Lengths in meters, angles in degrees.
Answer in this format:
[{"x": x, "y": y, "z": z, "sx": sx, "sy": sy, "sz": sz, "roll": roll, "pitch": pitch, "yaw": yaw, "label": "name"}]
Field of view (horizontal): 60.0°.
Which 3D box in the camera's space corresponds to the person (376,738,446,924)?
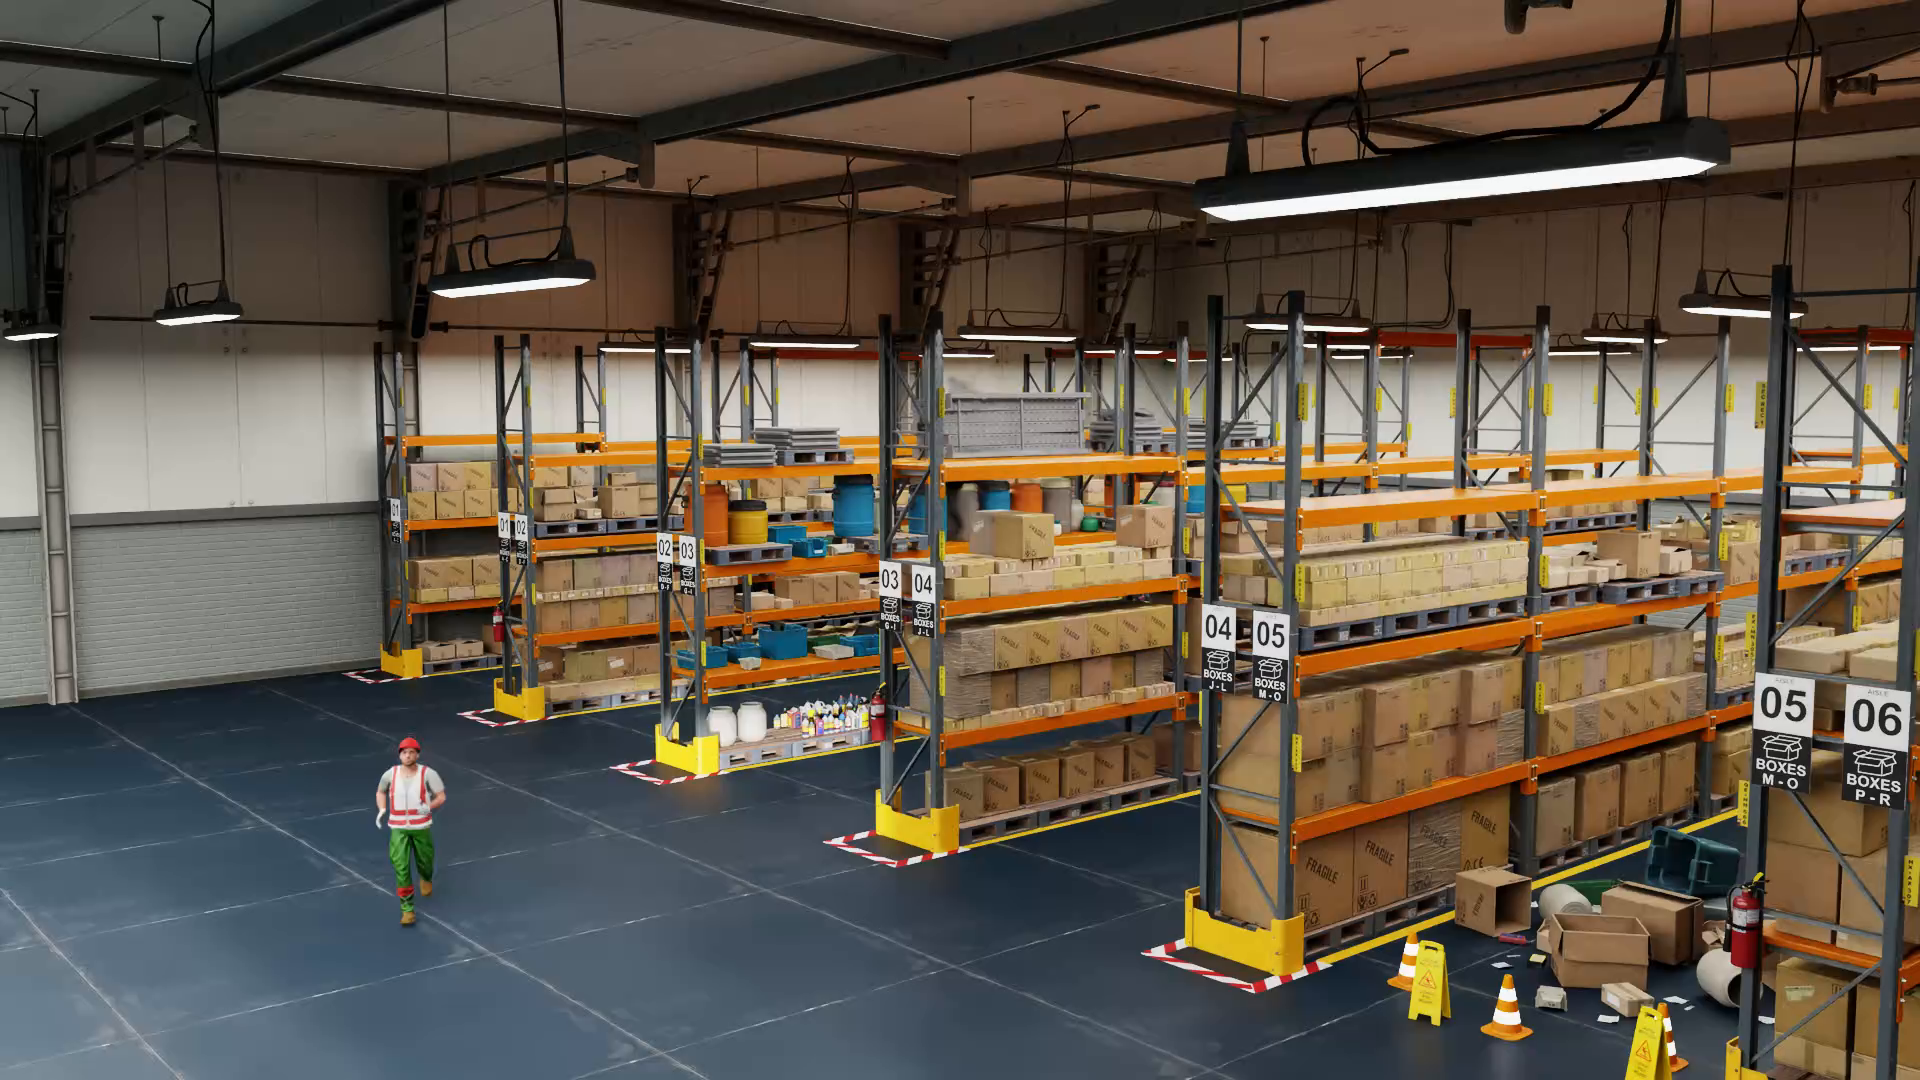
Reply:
[{"x": -5.376, "y": 2.809, "z": 16.279, "sx": 0.669, "sy": 1.761, "sz": 0.867, "roll": -1, "pitch": 5, "yaw": -11, "label": "person"}]
